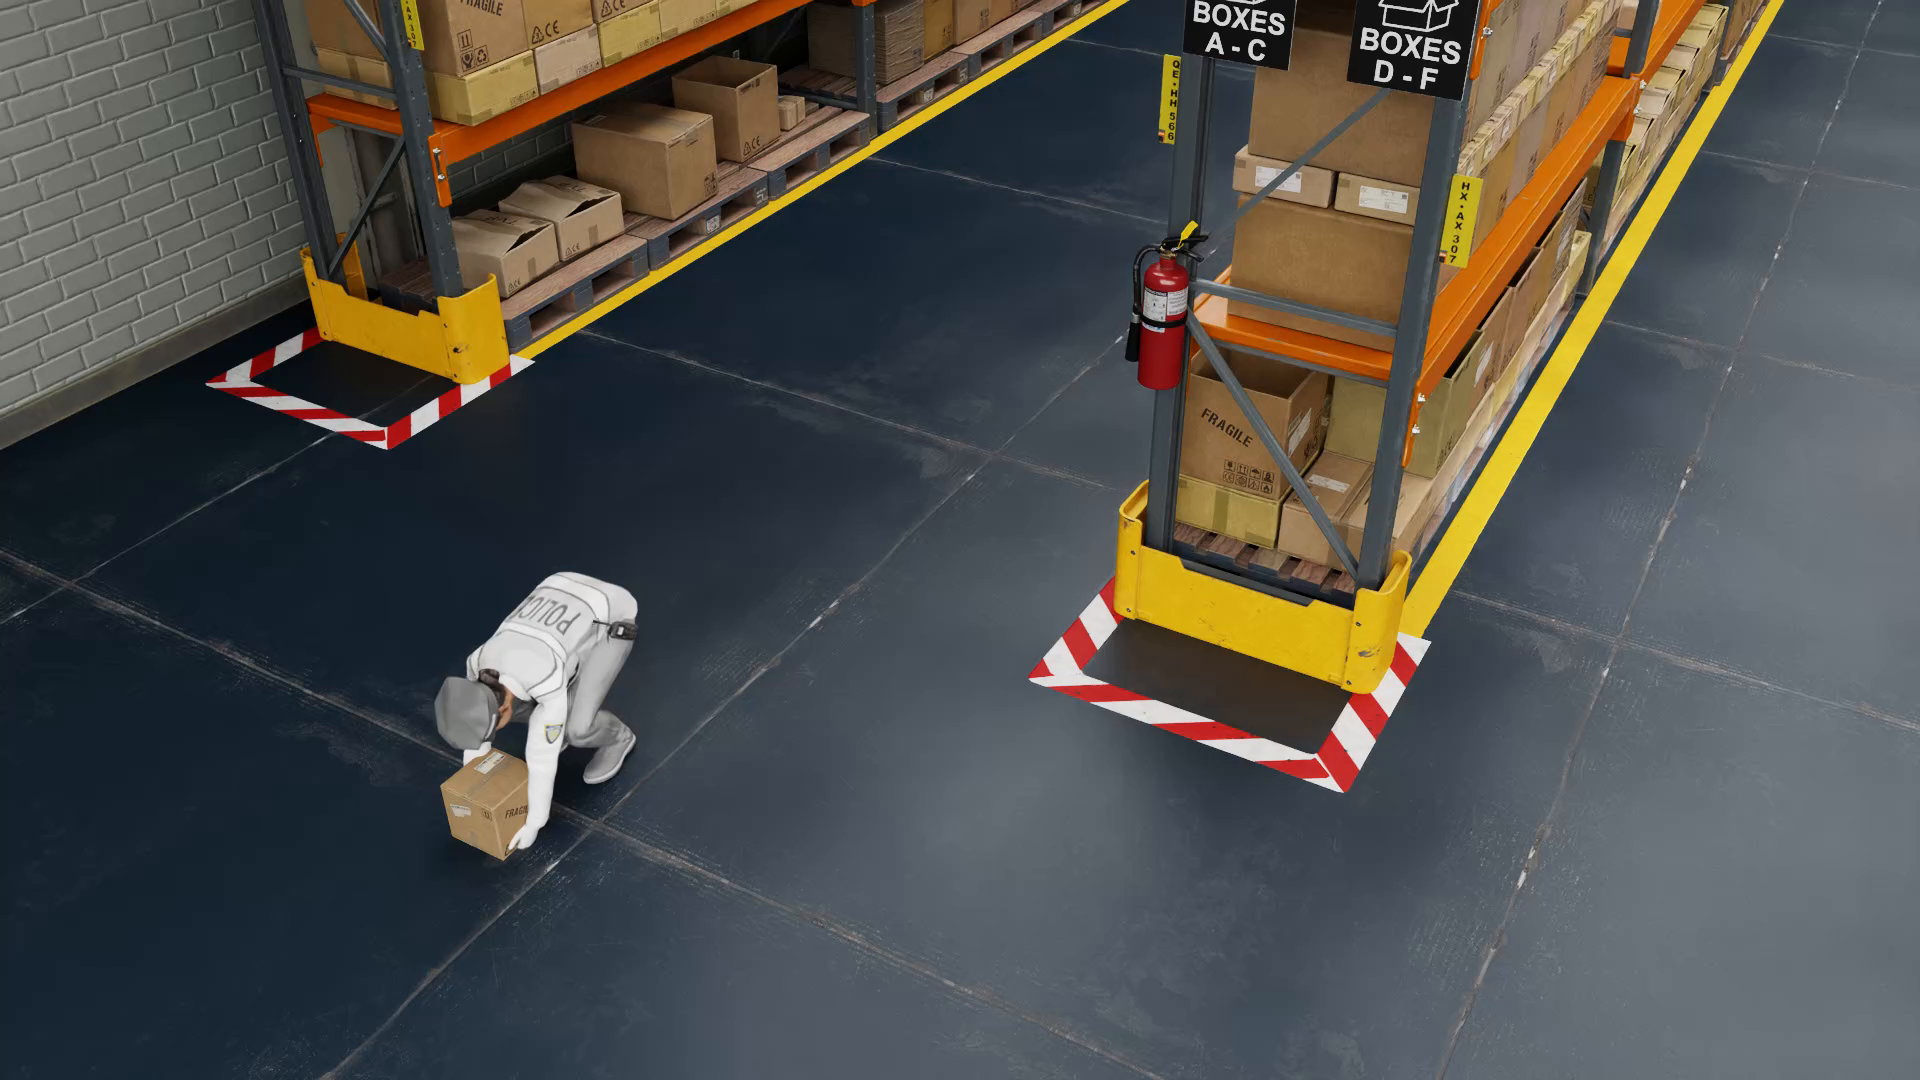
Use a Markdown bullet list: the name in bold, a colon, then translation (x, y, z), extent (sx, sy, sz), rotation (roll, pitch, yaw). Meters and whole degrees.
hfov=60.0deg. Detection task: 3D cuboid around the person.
- **person**: translation (-1.524, 0.602, 6.091), extent (0.459, 0.760, 0.914), rotation (17, 38, 23)
